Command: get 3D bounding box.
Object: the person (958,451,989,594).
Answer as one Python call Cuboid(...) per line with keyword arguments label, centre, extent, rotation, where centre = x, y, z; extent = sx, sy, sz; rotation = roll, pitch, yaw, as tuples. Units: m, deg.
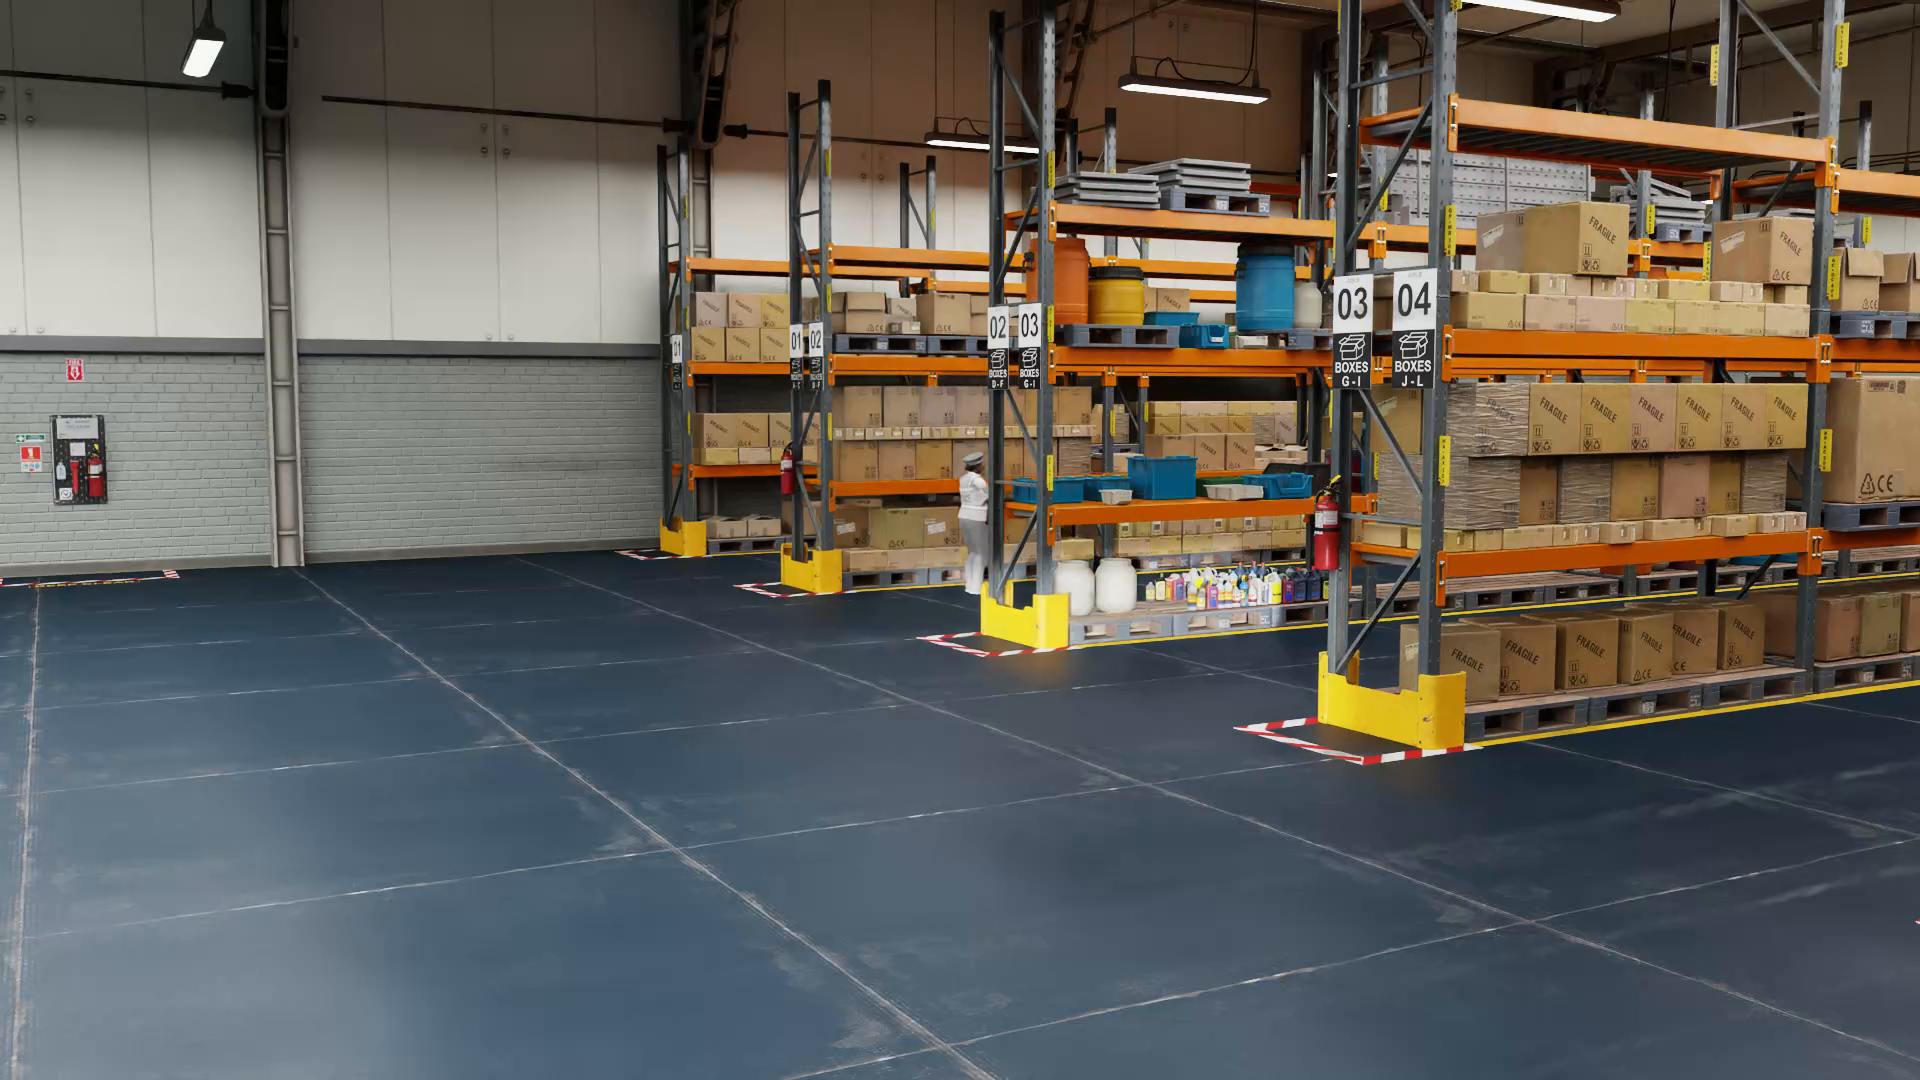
Cuboid(label="person", centre=(0.237, -0.198, 19.687), extent=(0.525, 1.677, 0.416), rotation=(-3, 6, -30))
